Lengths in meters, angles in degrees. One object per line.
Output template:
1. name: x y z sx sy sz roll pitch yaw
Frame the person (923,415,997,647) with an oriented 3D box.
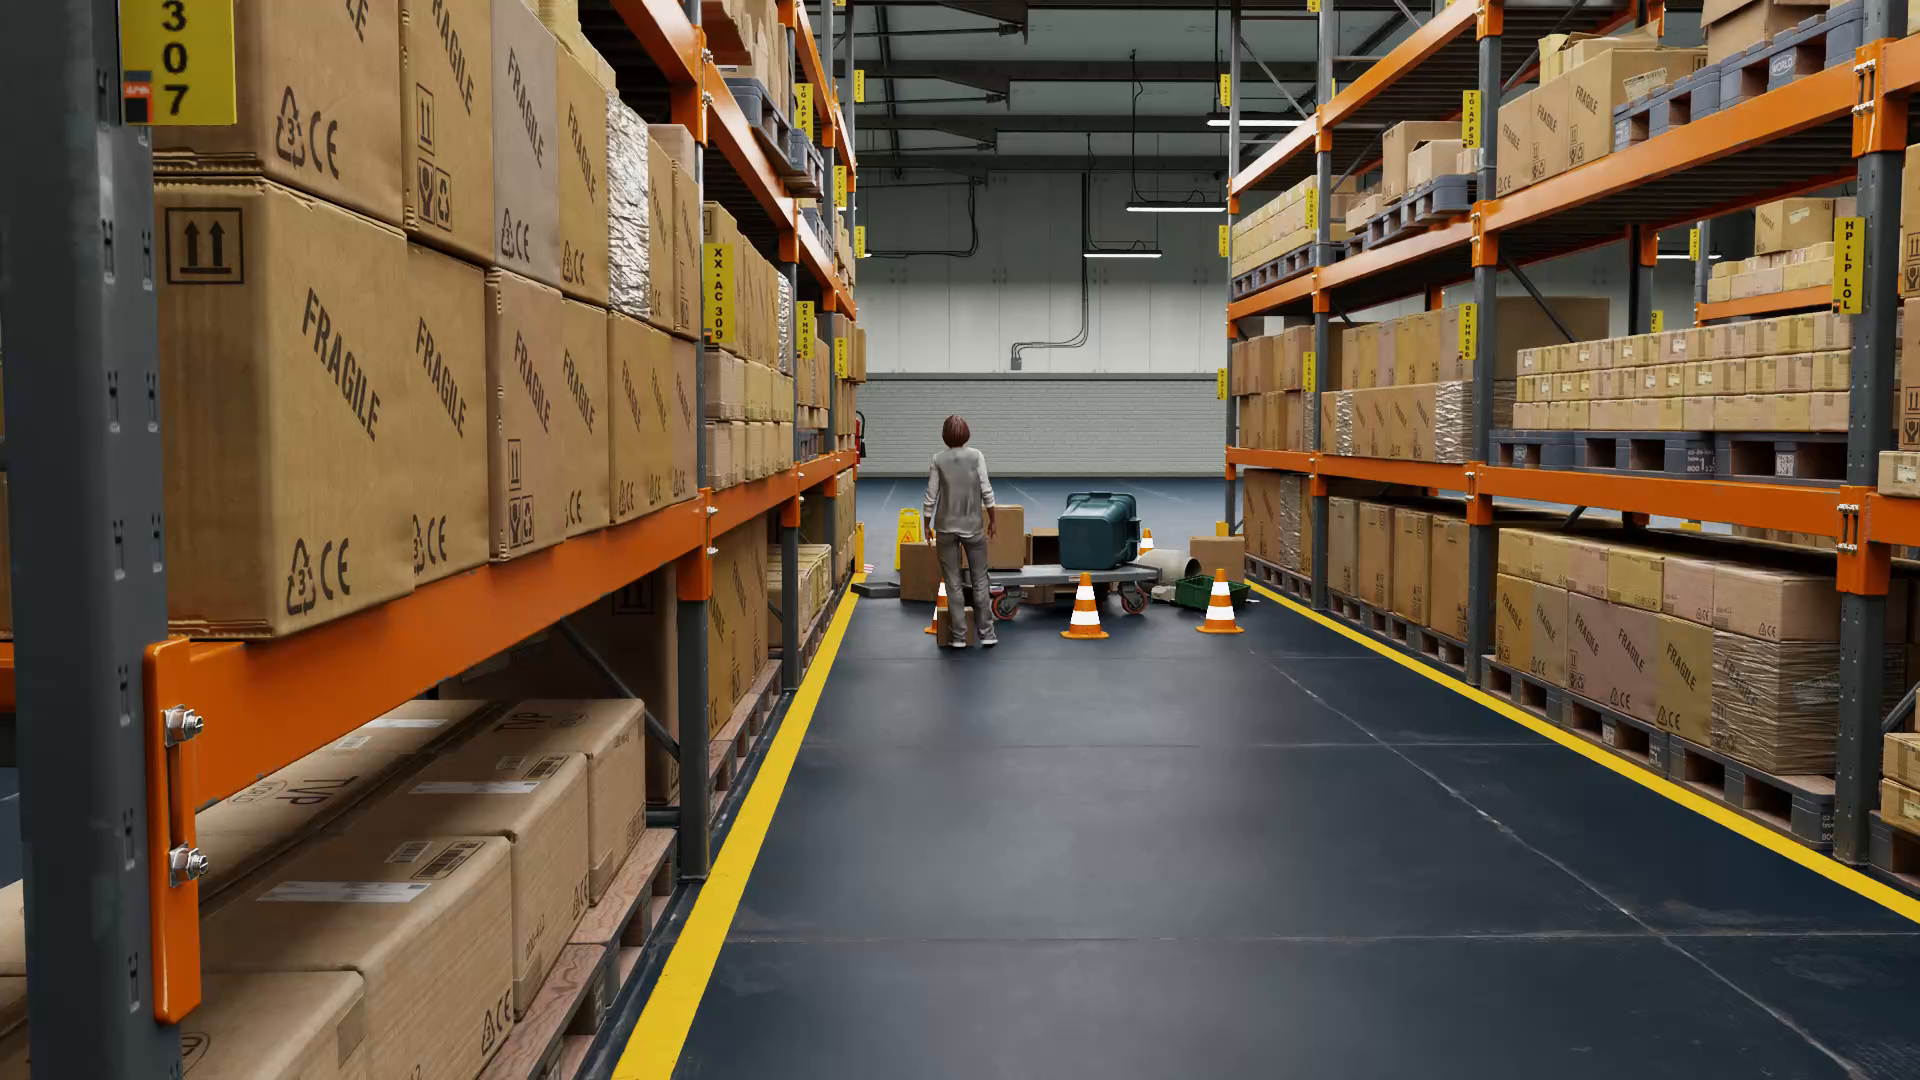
1. person: 0.006 -0.060 11.455 0.520 1.600 0.472 0 4 -1
